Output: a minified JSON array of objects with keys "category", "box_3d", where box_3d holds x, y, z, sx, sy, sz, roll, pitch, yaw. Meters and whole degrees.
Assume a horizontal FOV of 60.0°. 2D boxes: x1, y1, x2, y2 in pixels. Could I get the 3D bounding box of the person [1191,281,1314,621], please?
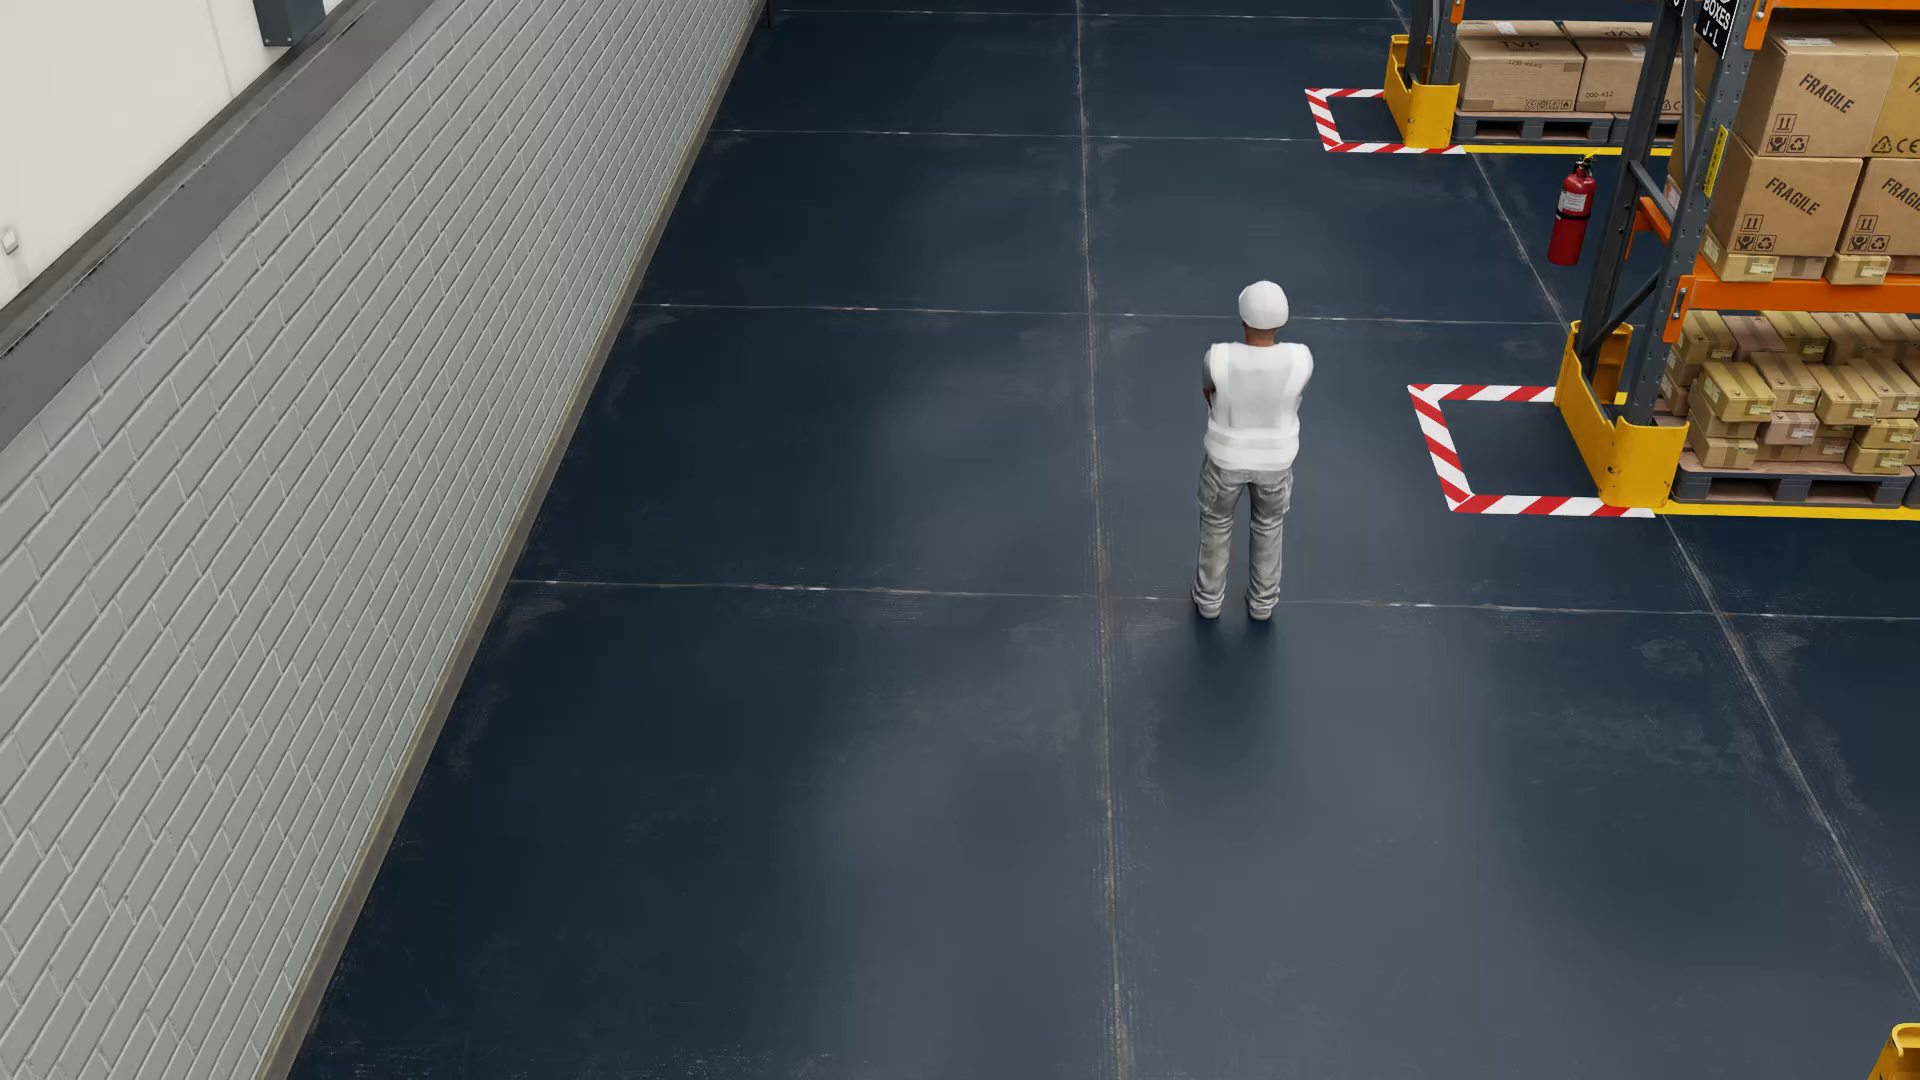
[{"category":"person","box_3d":[1.328,-0.459,7.750,0.488,1.779,0.578,2,35,3]}]
